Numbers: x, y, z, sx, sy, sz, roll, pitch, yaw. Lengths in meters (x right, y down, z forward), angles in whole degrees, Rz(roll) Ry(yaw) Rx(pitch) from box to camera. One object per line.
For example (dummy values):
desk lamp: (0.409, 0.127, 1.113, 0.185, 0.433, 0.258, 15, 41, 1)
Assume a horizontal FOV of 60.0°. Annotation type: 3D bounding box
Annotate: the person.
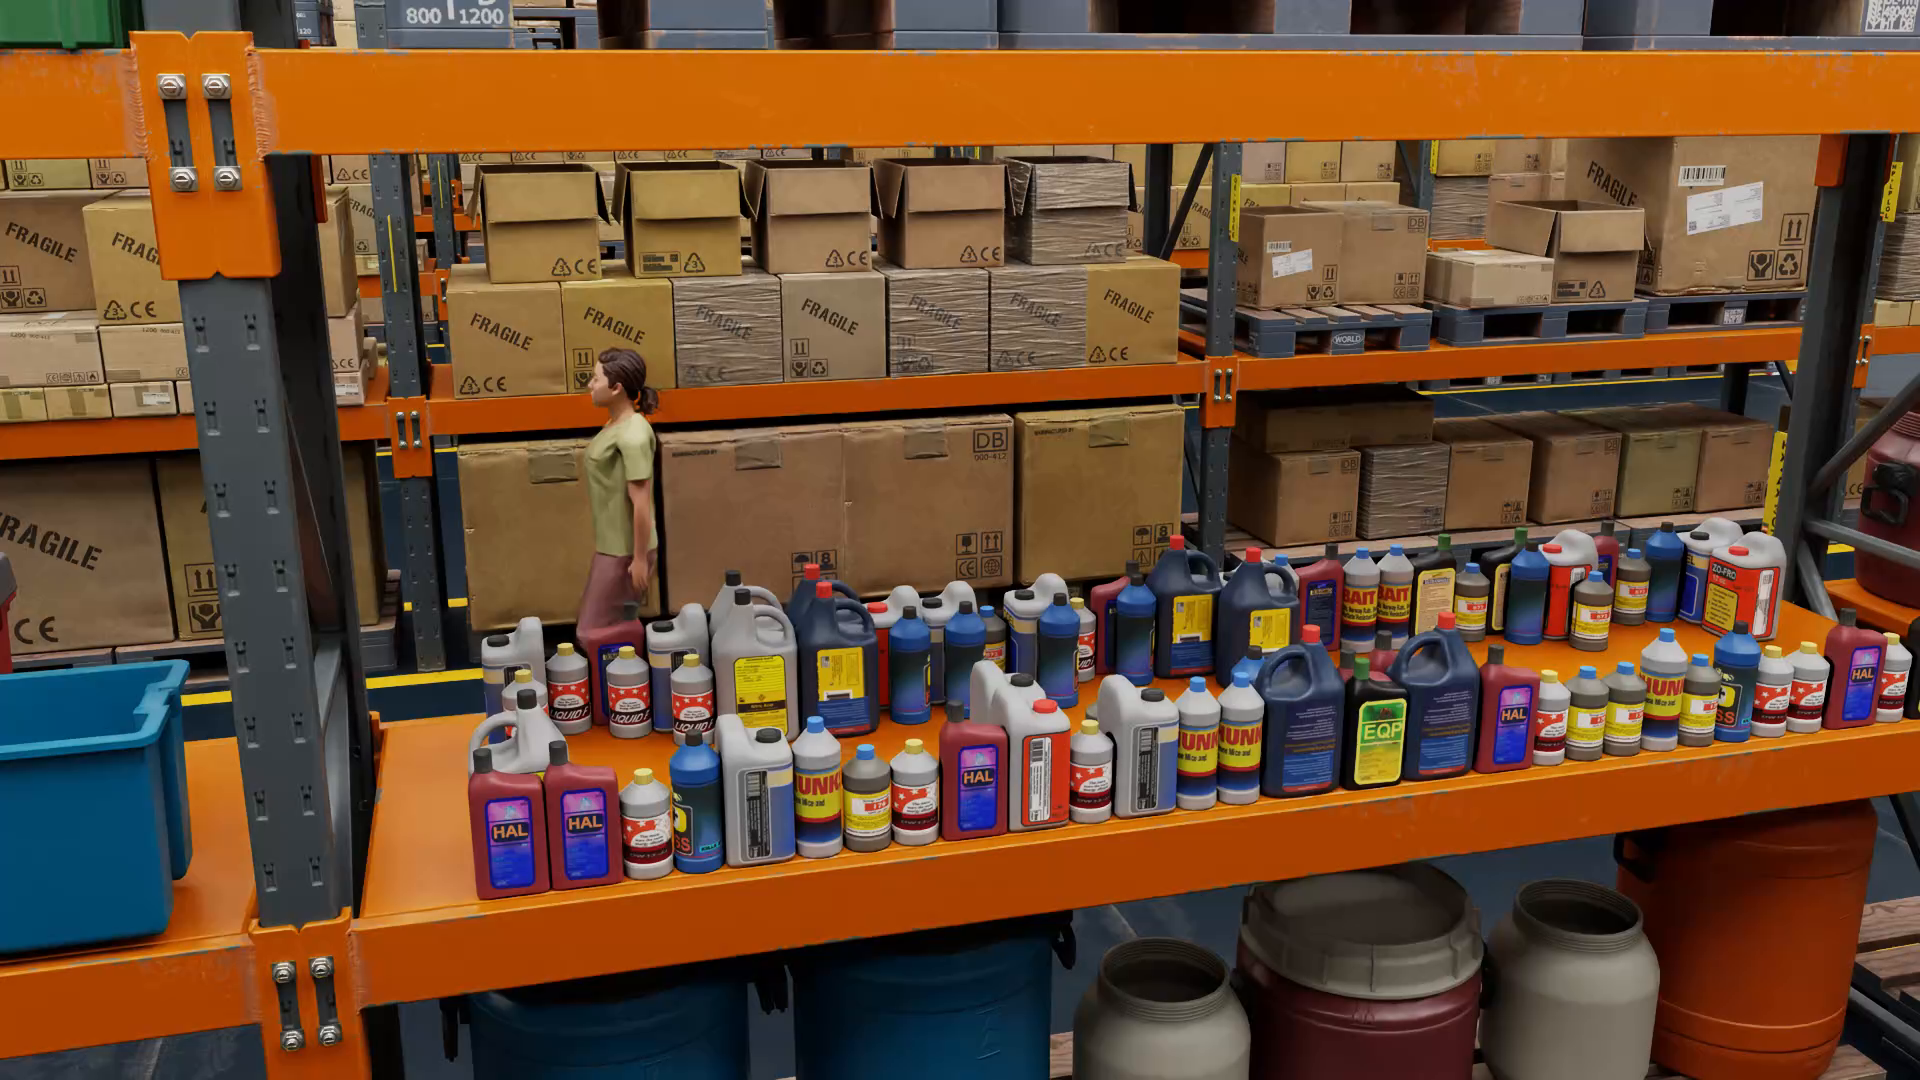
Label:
person: (-1.341, 0.041, 6.803, 0.504, 1.663, 0.466, -4, 17, -15)
